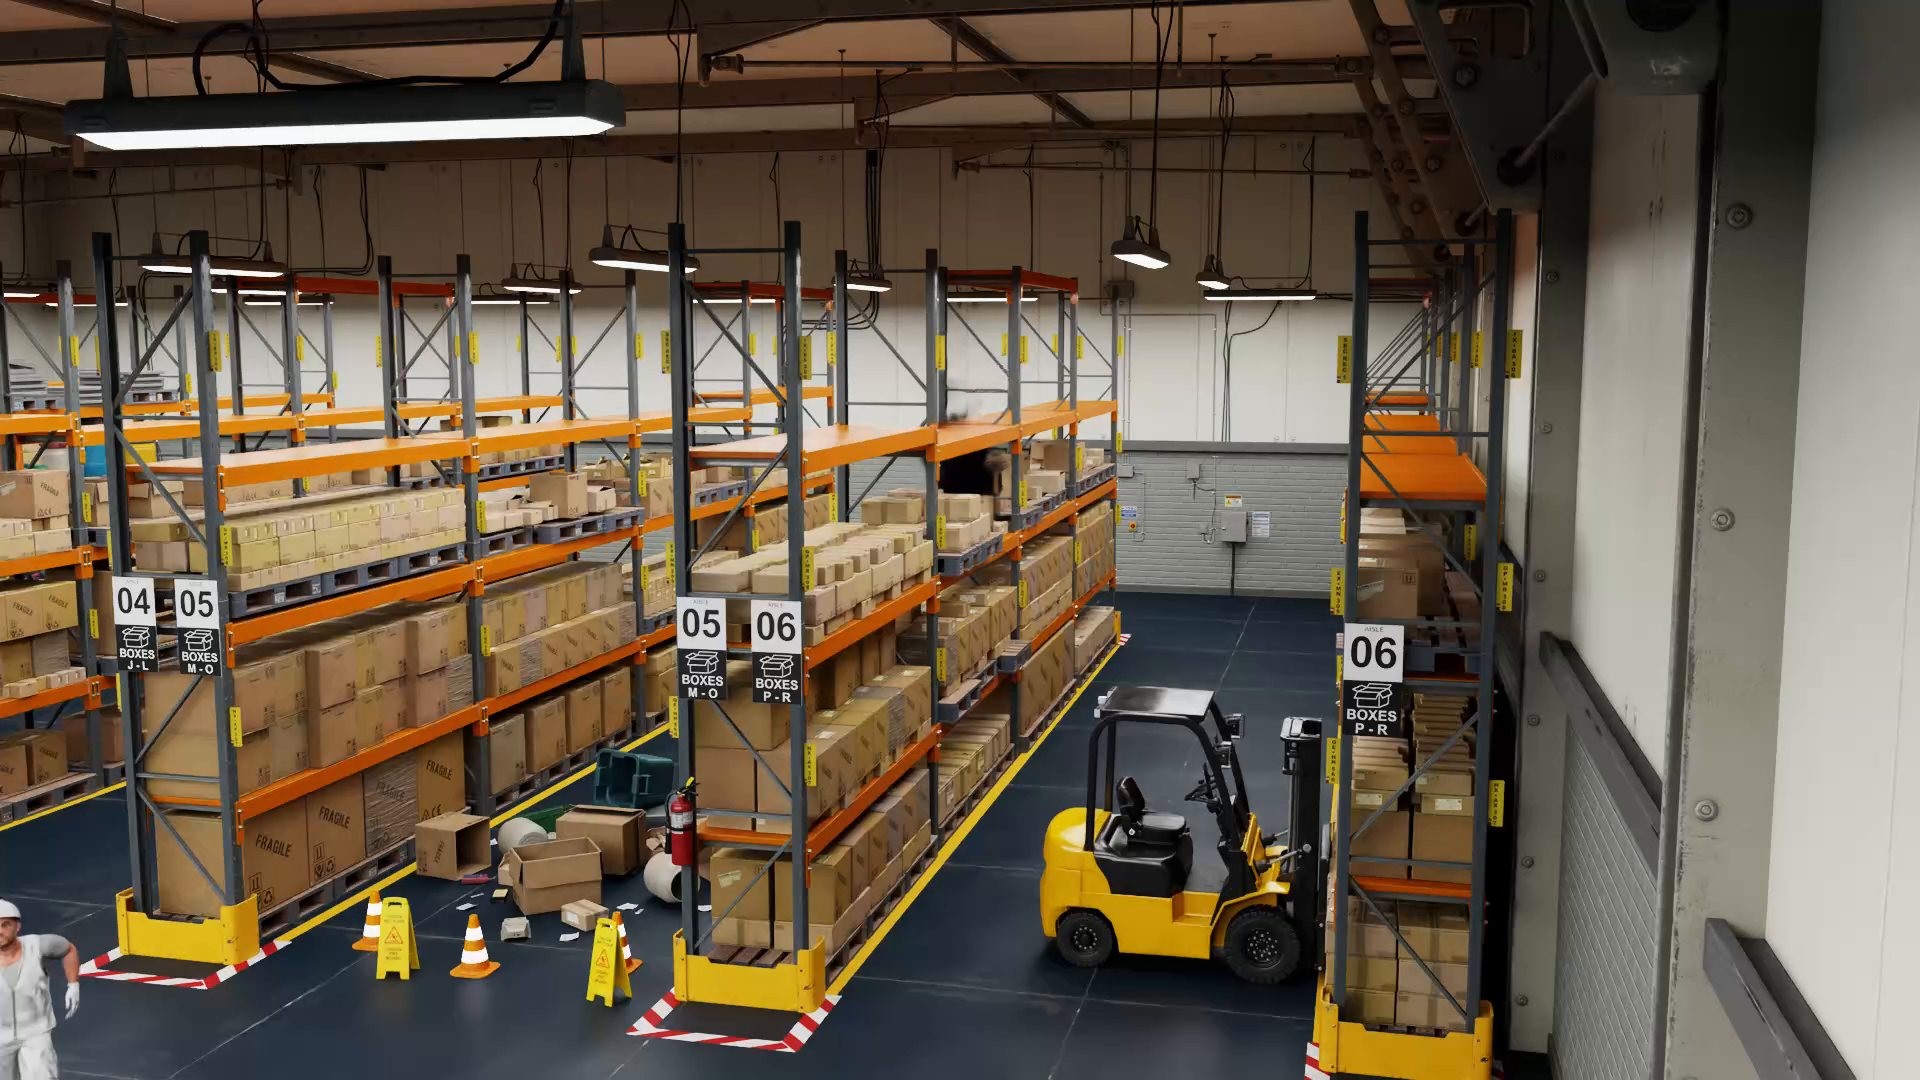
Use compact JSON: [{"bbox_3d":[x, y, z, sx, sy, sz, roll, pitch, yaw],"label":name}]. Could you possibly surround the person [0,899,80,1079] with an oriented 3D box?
[{"bbox_3d":[-5.741,3.047,10.155,0.673,1.793,0.892,-3,8,-26],"label":"person"}]
